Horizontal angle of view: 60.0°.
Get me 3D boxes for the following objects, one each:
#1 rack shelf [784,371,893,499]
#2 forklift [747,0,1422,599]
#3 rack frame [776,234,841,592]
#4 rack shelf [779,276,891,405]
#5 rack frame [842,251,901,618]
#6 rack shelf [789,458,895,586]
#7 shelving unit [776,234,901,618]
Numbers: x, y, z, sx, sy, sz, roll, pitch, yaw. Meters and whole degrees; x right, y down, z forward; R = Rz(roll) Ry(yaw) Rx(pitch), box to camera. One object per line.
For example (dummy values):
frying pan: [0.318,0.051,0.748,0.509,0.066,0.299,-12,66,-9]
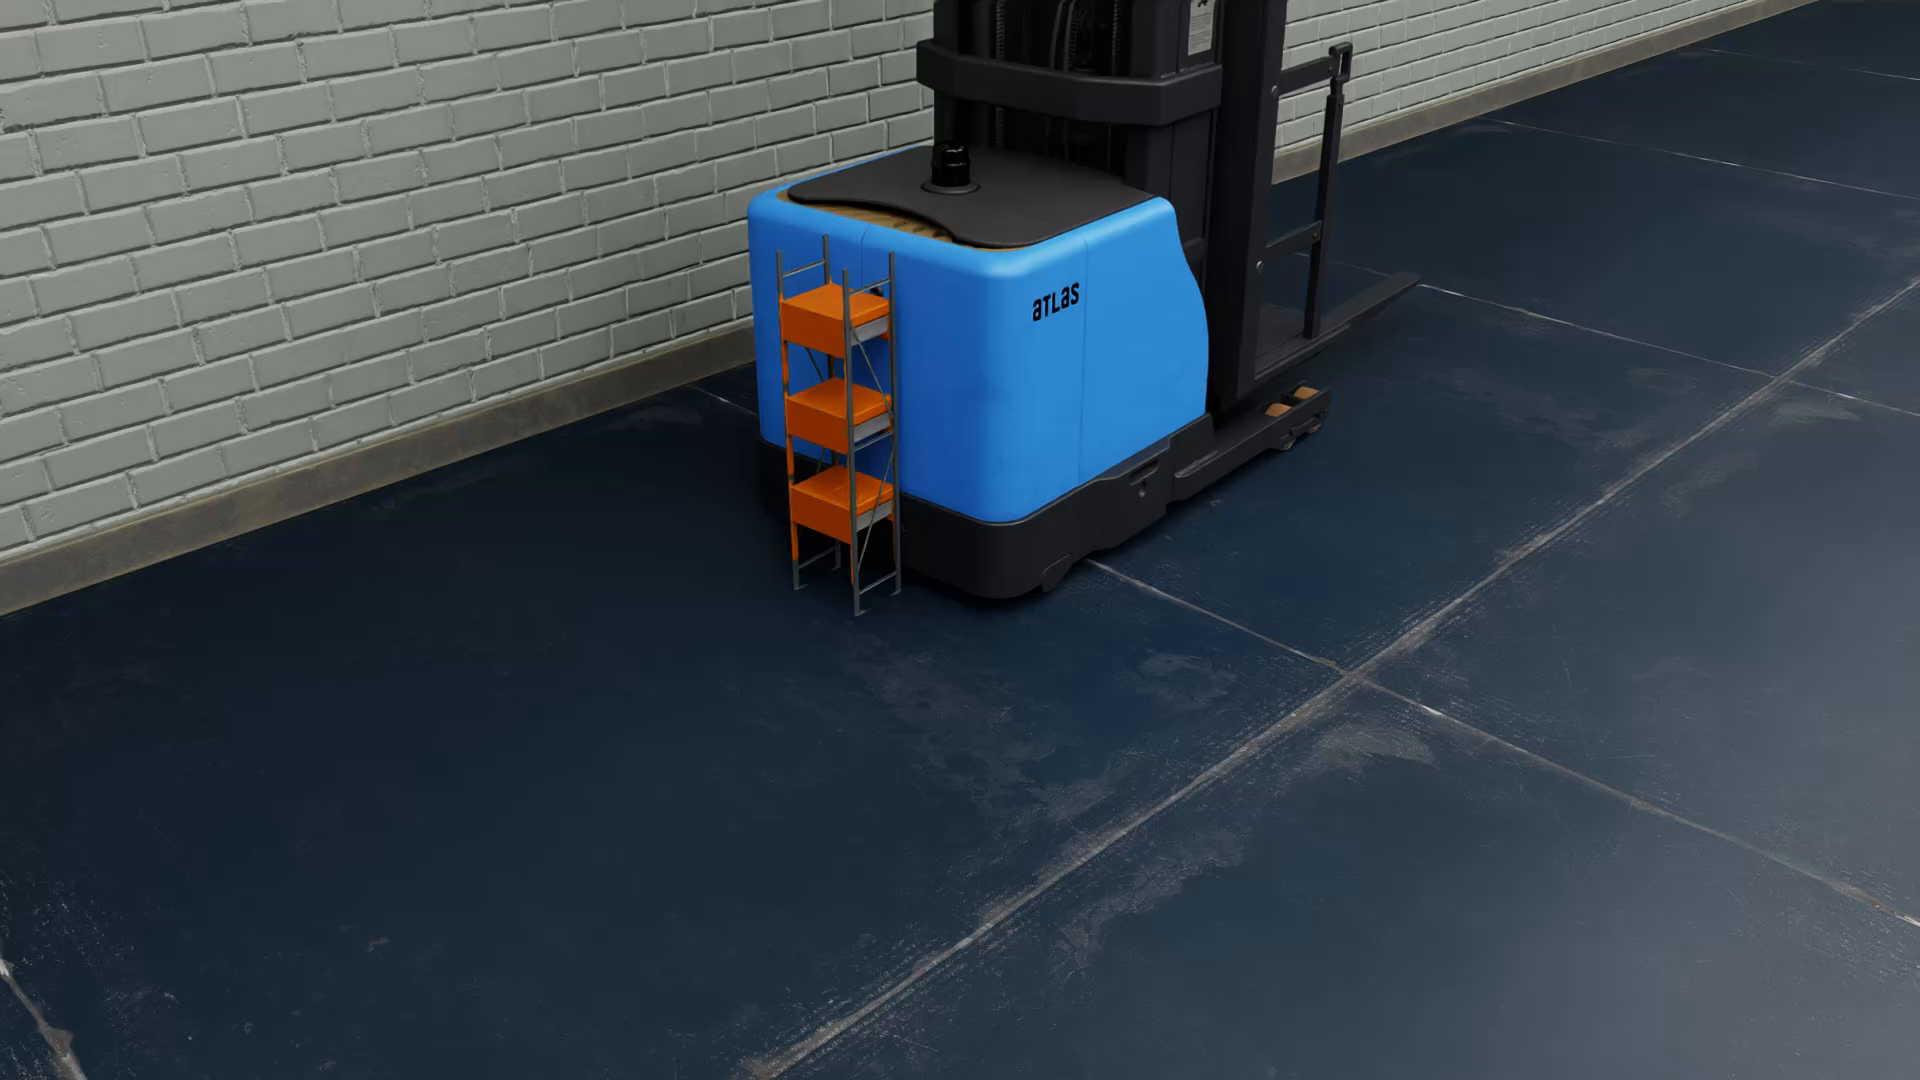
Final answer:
rack shelf: [-0.336,-0.302,4.719,0.240,0.259,0.215,21,34,34]
forklift: [0.681,-1.742,5.414,1.130,2.935,3.031,21,34,34]
rack frame: [-0.430,-0.348,4.783,0.008,1.050,0.200,21,34,34]
rack shelf: [-0.336,-0.553,4.587,0.240,0.259,0.215,21,34,34]
rack frame: [-0.241,-0.276,4.646,0.008,1.050,0.200,21,34,34]
rack shelf: [-0.336,-0.056,4.849,0.240,0.259,0.215,21,34,34]
shelving unit: [-0.336,-0.312,4.714,0.252,1.050,0.215,21,34,34]
